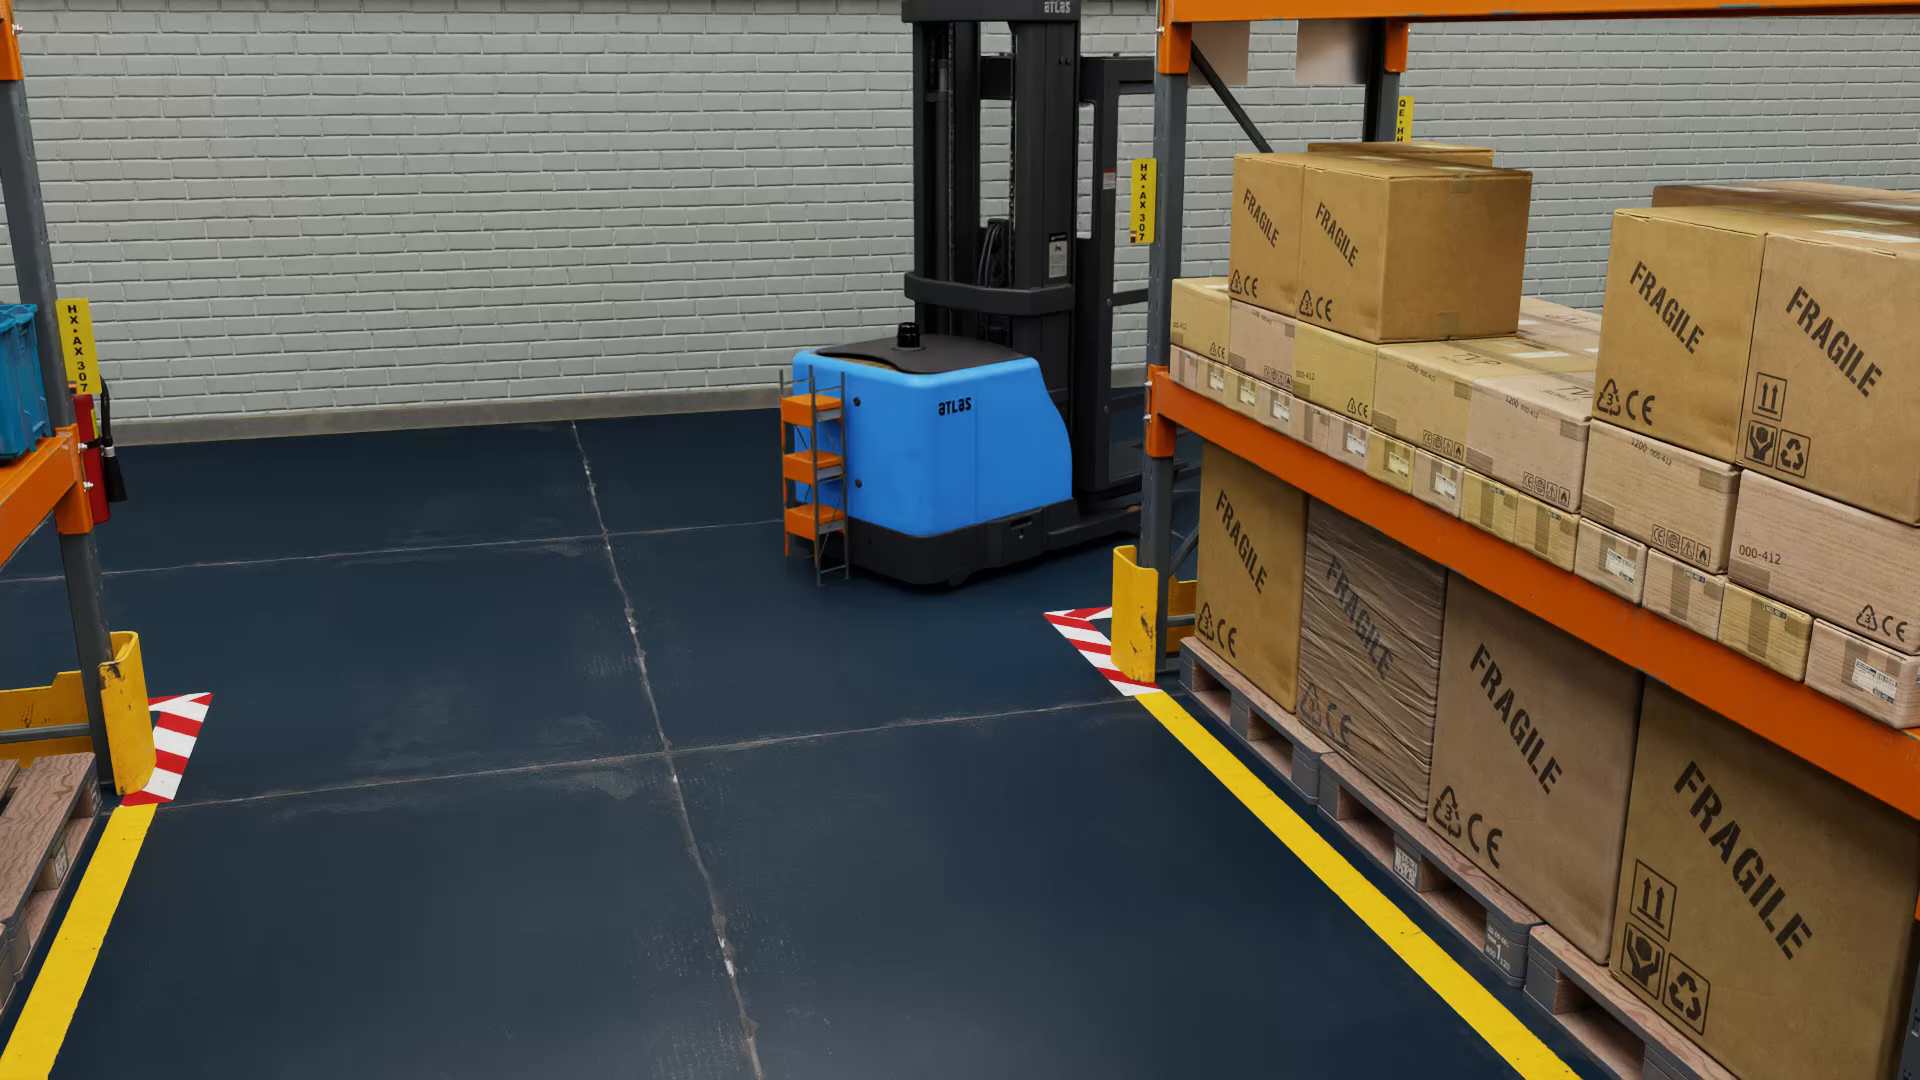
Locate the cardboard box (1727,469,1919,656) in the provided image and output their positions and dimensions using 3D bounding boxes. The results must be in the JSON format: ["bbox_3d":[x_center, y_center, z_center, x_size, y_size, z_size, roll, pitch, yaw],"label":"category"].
[{"bbox_3d":[1.979,0.015,3.432,0.500,0.250,0.500,-5,17,-16],"label":"cardboard box"}]

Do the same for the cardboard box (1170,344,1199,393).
[{"bbox_3d":[1.034,-0.675,6.421,0.380,0.149,0.250,-4,17,-15],"label":"cardboard box"}]

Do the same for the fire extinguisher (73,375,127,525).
[{"bbox_3d":[-3.113,-0.390,5.819,0.296,0.674,0.183,-5,17,-15],"label":"fire extinguisher"}]

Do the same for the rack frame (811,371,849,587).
[{"bbox_3d":[-0.630,-0.290,8.090,0.200,1.050,0.008,-16,23,-41],"label":"rack frame"}]

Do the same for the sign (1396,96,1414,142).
[{"bbox_3d":[1.779,-1.626,6.728,0.100,0.325,0.005,-5,17,-15],"label":"sign"}]

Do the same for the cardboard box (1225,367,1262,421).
[{"bbox_3d":[1.177,-0.533,5.950,0.380,0.149,0.250,-5,17,-17],"label":"cardboard box"}]

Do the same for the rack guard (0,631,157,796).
[{"bbox_3d":[-3.528,0.664,5.874,1.175,0.500,0.348,-5,17,-15],"label":"rack guard"}]

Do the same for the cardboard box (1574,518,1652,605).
[{"bbox_3d":[1.742,0.036,4.056,0.380,0.149,0.250,-4,17,-14],"label":"cardboard box"}]

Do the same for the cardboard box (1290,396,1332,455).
[{"bbox_3d":[1.318,-0.391,5.476,0.380,0.149,0.250,-5,17,-16],"label":"cardboard box"}]

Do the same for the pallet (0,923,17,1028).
[{"bbox_3d":[-2.988,1.376,4.005,1.003,0.211,1.213,-5,17,-15],"label":"pallet"}]

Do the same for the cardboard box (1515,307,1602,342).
[{"bbox_3d":[1.921,-0.596,5.465,0.500,0.250,0.500,-5,18,-17],"label":"cardboard box"}]

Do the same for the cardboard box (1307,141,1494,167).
[{"bbox_3d":[1.640,-1.235,6.290,0.500,0.500,0.500,-4,17,-15],"label":"cardboard box"}]

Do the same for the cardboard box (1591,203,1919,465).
[{"bbox_3d":[1.836,-0.488,3.802,0.500,0.500,0.500,-5,17,-15],"label":"cardboard box"}]

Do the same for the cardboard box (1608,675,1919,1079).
[{"bbox_3d":[2.248,0.815,3.990,0.875,0.875,0.875,-5,17,-15],"label":"cardboard box"}]

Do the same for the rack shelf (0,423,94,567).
[{"bbox_3d":[-2.959,0.370,3.757,1.077,0.370,4.000,-5,17,-15],"label":"rack shelf"}]

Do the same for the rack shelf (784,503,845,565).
[{"bbox_3d":[-0.714,-0.039,8.258,0.215,0.259,0.240,-16,23,-41],"label":"rack shelf"}]

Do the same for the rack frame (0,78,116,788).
[{"bbox_3d":[-3.509,-0.528,5.495,1.000,3.000,0.127,-5,17,-15],"label":"rack frame"}]

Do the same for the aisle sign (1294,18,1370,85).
[{"bbox_3d":[1.522,-2.208,6.570,0.394,0.787,0.004,-5,17,-15],"label":"aisle sign"}]

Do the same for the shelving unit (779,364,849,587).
[{"bbox_3d":[-0.714,-0.315,8.175,0.215,1.050,0.252,-16,23,-41],"label":"shelving unit"}]

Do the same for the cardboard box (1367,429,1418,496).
[{"bbox_3d":[1.458,-0.249,5.005,0.380,0.149,0.250,-5,17,-17],"label":"cardboard box"}]

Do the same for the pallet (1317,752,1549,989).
[{"bbox_3d":[1.880,0.968,5.363,1.003,0.211,1.213,-5,17,-15],"label":"pallet"}]

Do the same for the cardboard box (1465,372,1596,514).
[{"bbox_3d":[1.694,-0.269,4.378,0.500,0.250,0.500,-4,17,-14],"label":"cardboard box"}]

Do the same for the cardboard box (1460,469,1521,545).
[{"bbox_3d":[1.601,-0.107,4.529,0.380,0.149,0.250,-5,17,-16],"label":"cardboard box"}]

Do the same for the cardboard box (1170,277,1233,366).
[{"bbox_3d":[1.126,-0.836,6.265,0.500,0.250,0.500,-5,17,-17],"label":"cardboard box"}]

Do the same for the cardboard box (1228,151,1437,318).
[{"bbox_3d":[1.263,-1.057,5.696,0.500,0.500,0.500,-5,17,-17],"label":"cardboard box"}]

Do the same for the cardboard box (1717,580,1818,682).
[{"bbox_3d":[1.883,0.178,3.584,0.380,0.149,0.250,-4,17,-14],"label":"cardboard box"}]

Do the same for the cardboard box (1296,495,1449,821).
[{"bbox_3d":[1.757,0.319,5.638,0.875,0.875,0.875,-5,17,-15],"label":"cardboard box"}]

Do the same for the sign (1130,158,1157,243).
[{"bbox_3d":[0.718,-1.330,6.522,0.100,0.325,0.005,-5,17,-15],"label":"sign"}]

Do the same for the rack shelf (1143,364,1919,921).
[{"bbox_3d":[1.803,-0.022,5.061,1.077,0.370,4.000,-5,17,-15],"label":"rack shelf"}]

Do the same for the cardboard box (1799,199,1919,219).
[{"bbox_3d":[2.339,-0.532,3.950,0.500,0.500,0.500,-5,17,-15],"label":"cardboard box"}]

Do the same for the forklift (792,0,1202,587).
[{"bbox_3d":[0.550,-1.517,8.909,3.031,2.935,1.130,-15,23,-42],"label":"forklift"}]

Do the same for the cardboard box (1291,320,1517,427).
[{"bbox_3d":[1.410,-0.553,5.324,0.500,0.250,0.500,-5,18,-17],"label":"cardboard box"}]
